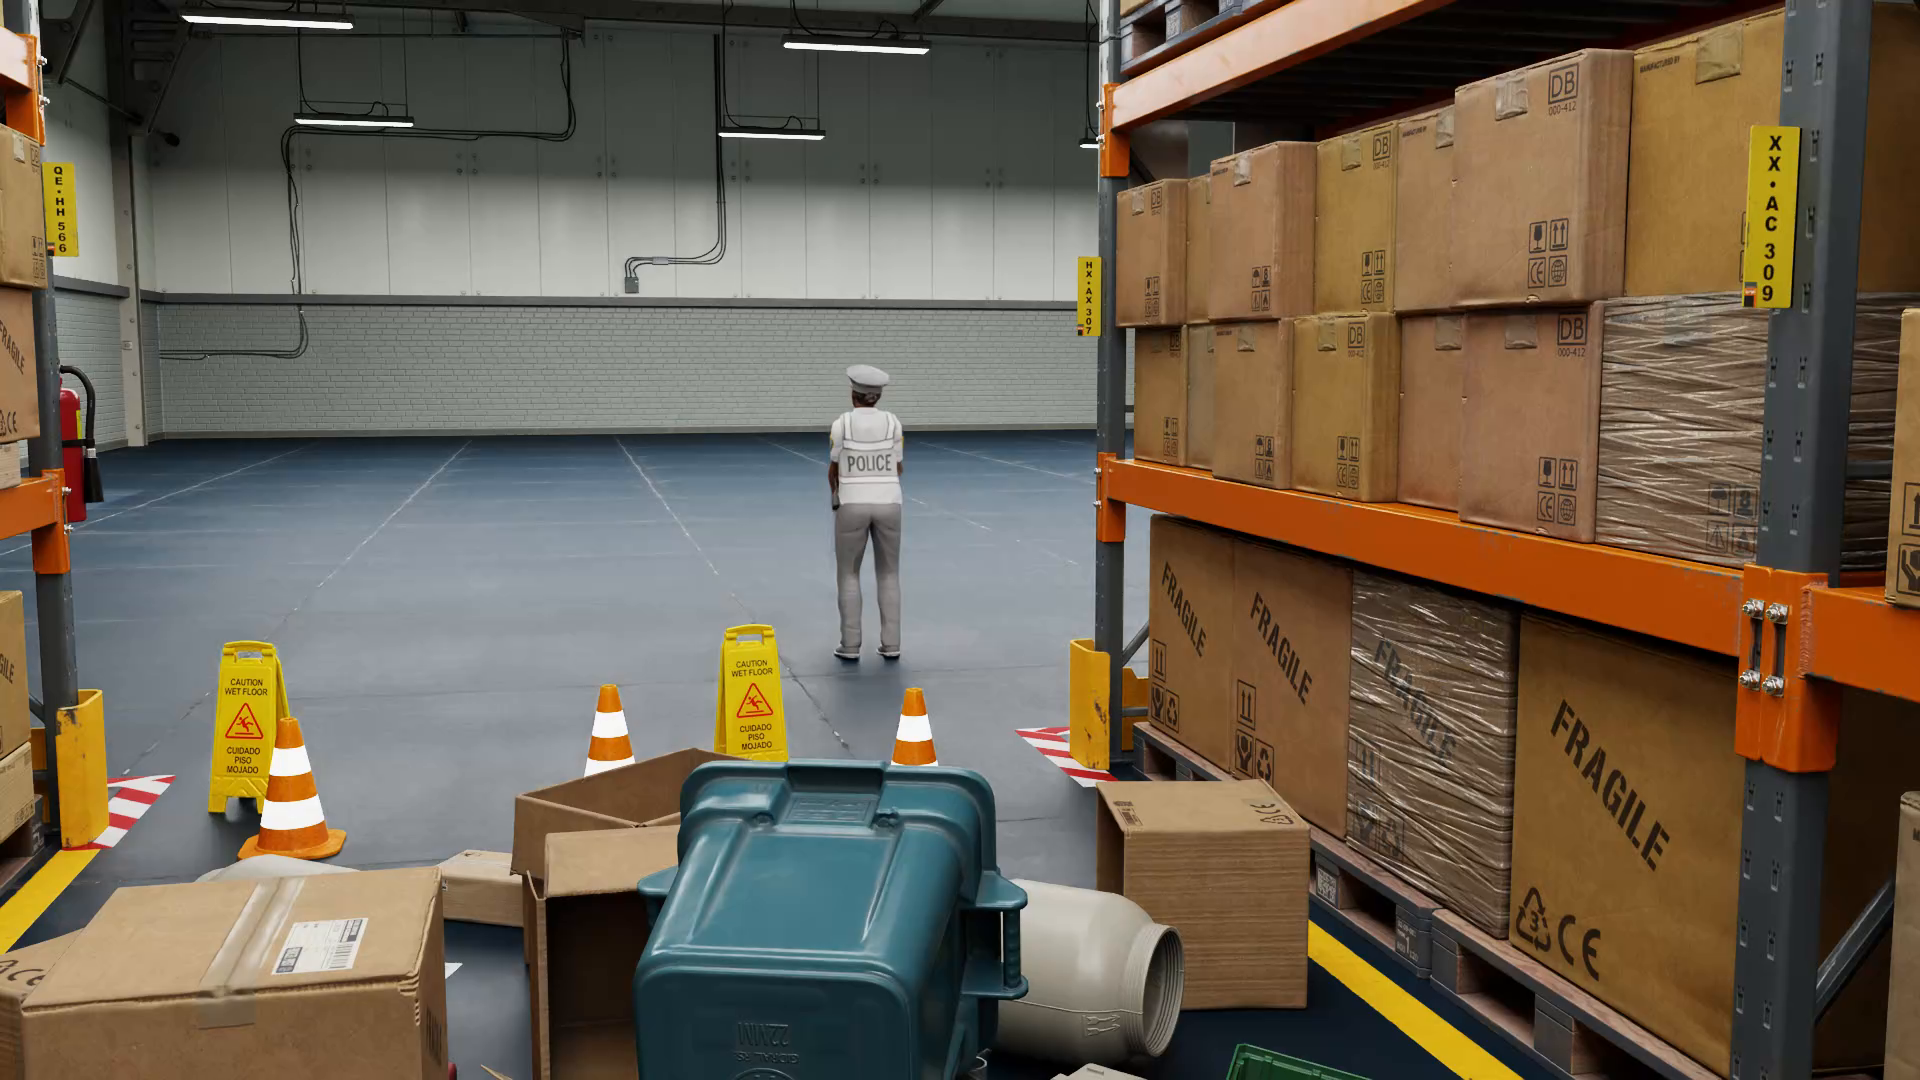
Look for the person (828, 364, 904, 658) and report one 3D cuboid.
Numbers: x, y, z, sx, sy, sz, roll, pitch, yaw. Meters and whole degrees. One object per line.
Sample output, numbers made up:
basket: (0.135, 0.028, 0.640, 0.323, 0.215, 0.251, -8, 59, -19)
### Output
person: (-0.550, -0.169, 9.632, 0.441, 1.692, 0.517, -2, 6, -14)
